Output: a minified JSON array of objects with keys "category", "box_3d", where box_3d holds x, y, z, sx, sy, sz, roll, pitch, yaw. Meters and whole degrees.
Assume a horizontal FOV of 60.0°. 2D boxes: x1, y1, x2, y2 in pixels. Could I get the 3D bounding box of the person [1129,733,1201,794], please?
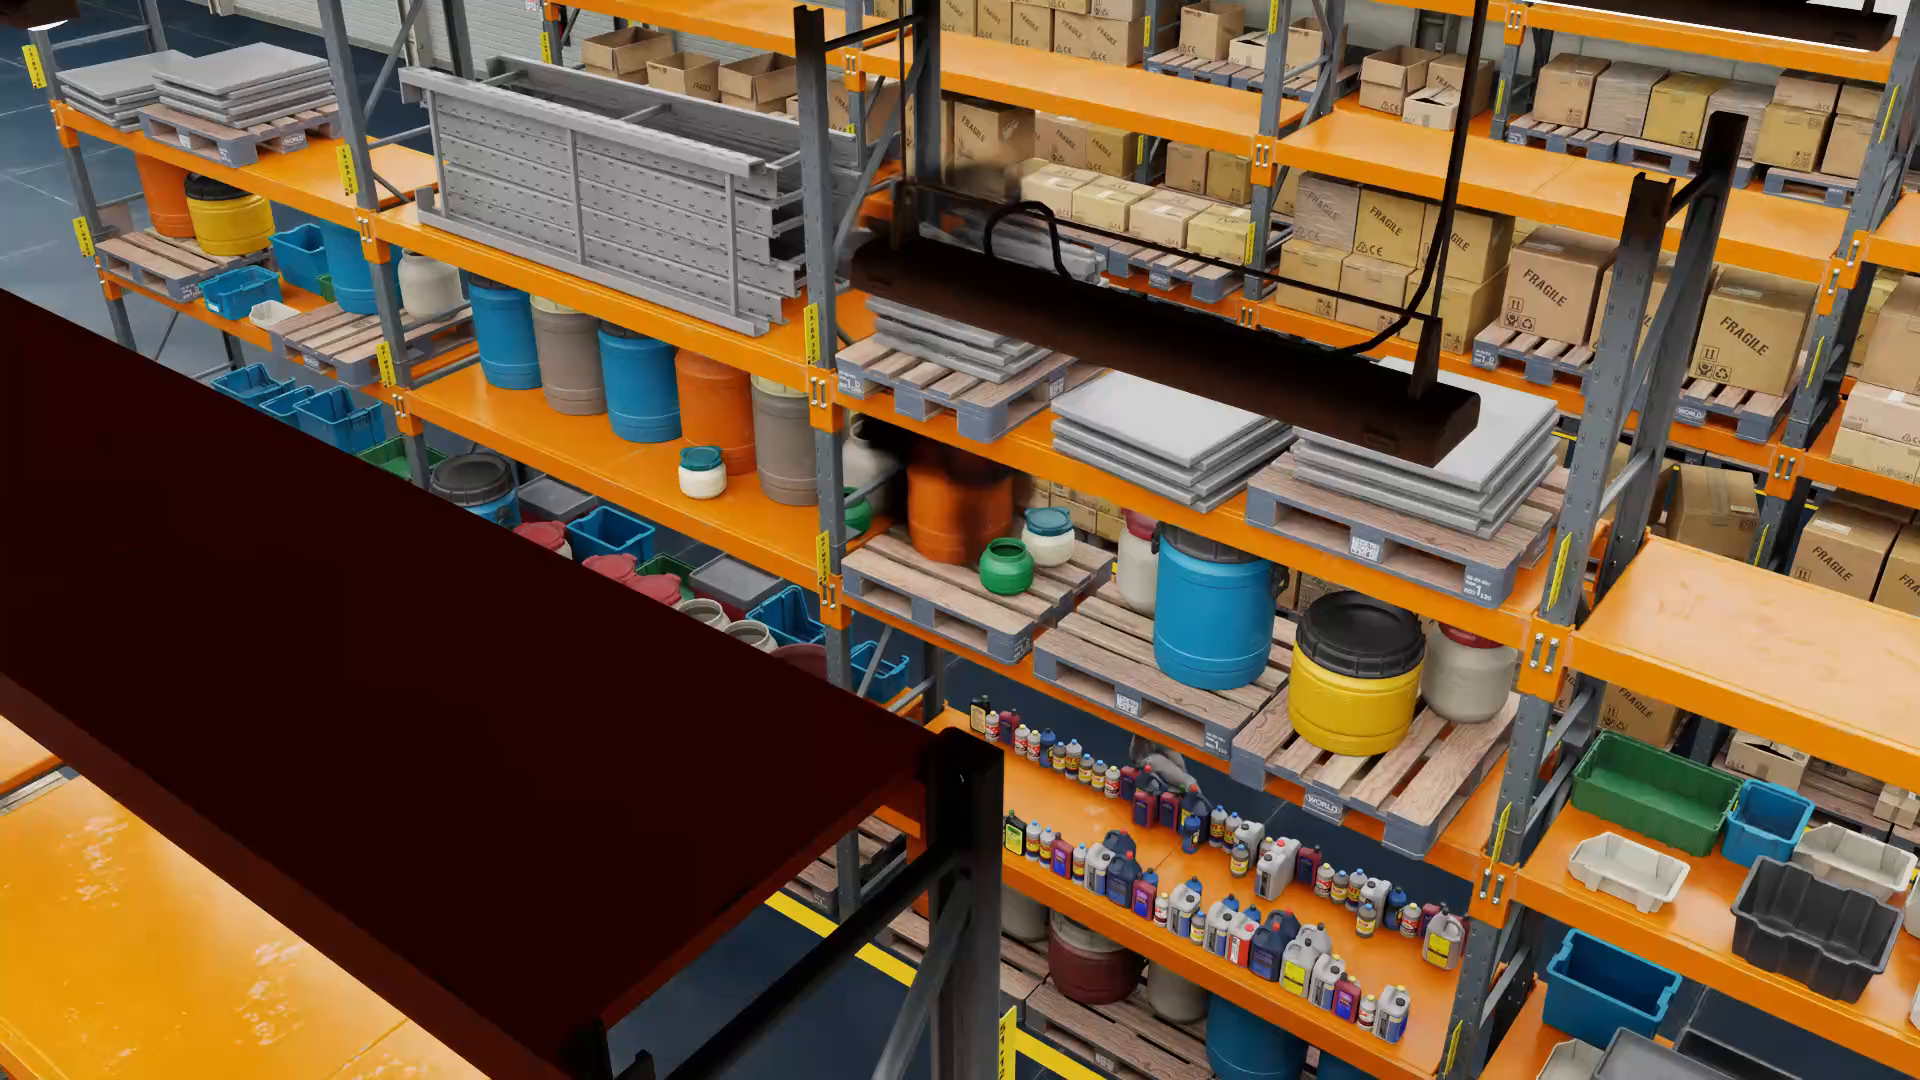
[{"category":"person","box_3d":[1.417,1.167,11.793,0.764,1.653,0.699,14,34,22]}]
